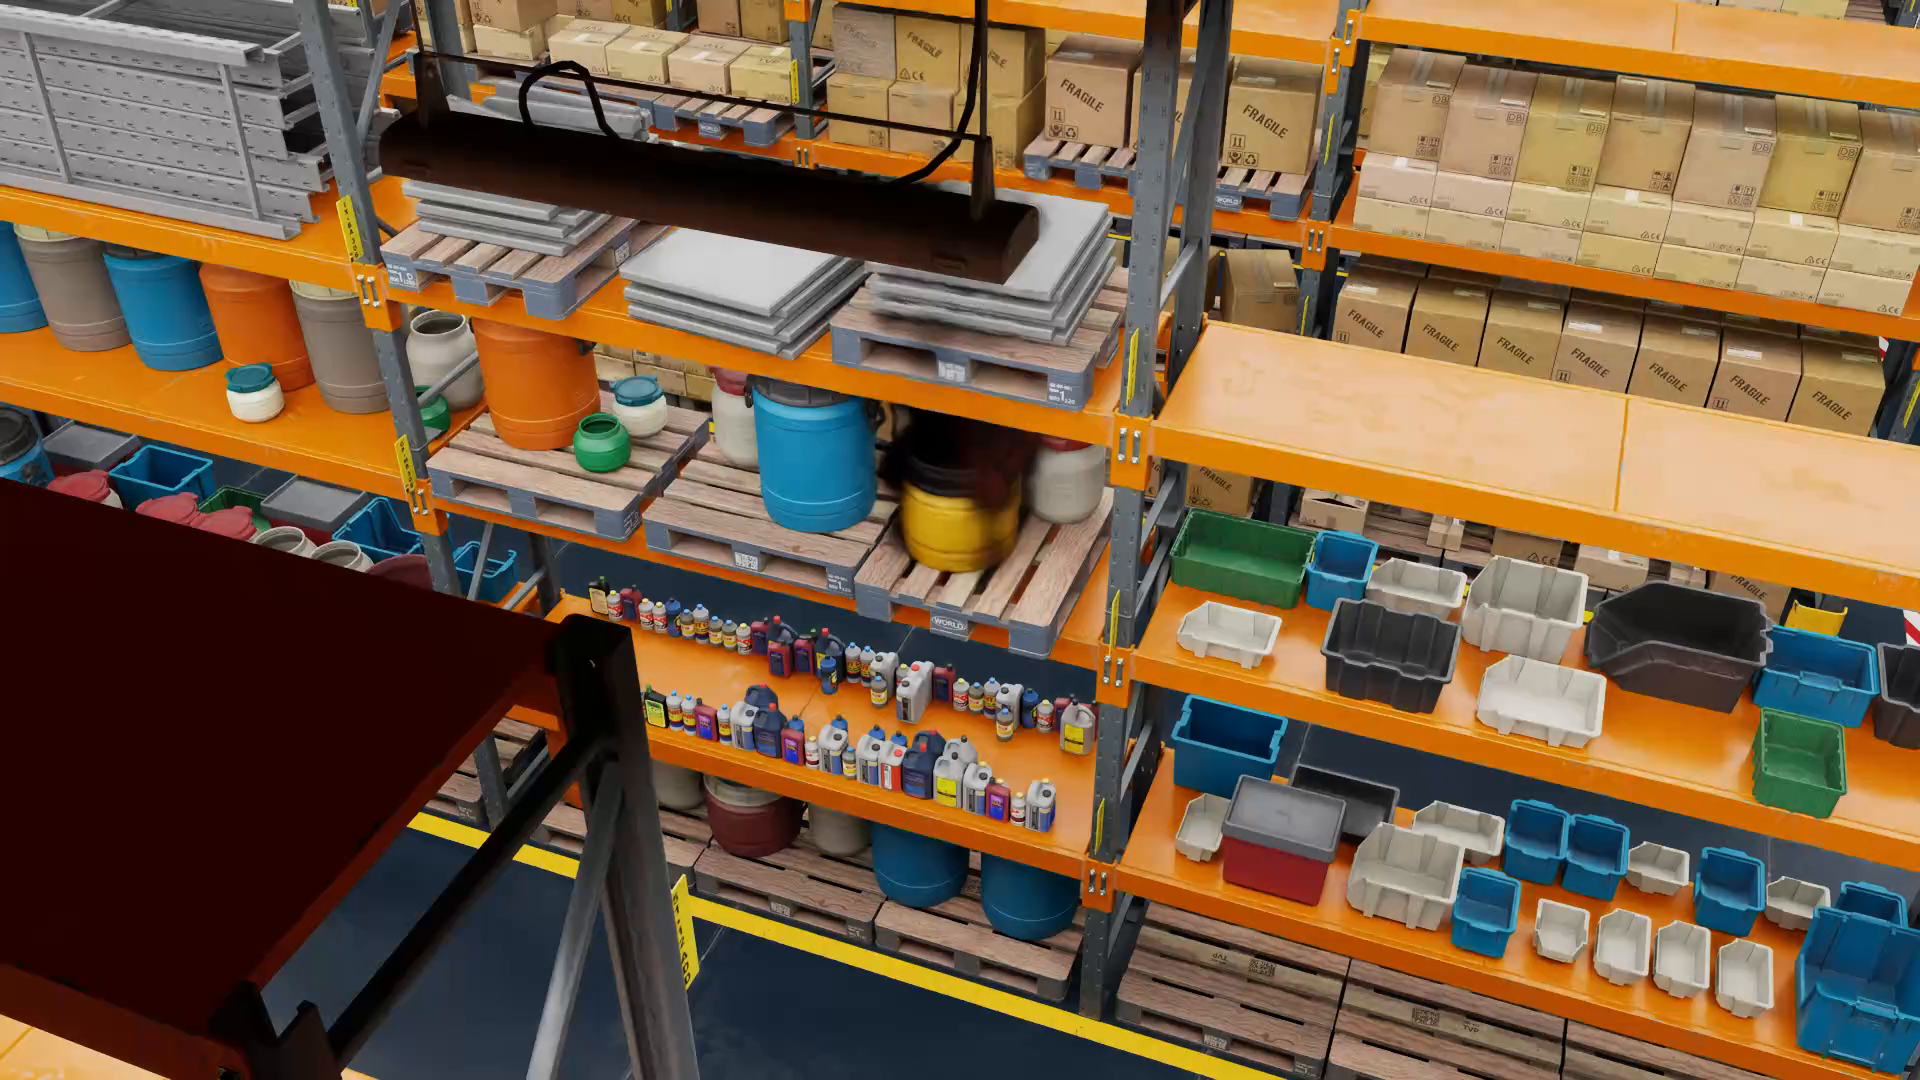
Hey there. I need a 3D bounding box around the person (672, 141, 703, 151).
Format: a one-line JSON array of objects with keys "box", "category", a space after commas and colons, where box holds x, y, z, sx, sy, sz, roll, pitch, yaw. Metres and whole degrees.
[{"box": [-2.557, -3.084, 16.036, 0.939, 1.779, 0.690, 10, 38, 13], "category": "person"}]
